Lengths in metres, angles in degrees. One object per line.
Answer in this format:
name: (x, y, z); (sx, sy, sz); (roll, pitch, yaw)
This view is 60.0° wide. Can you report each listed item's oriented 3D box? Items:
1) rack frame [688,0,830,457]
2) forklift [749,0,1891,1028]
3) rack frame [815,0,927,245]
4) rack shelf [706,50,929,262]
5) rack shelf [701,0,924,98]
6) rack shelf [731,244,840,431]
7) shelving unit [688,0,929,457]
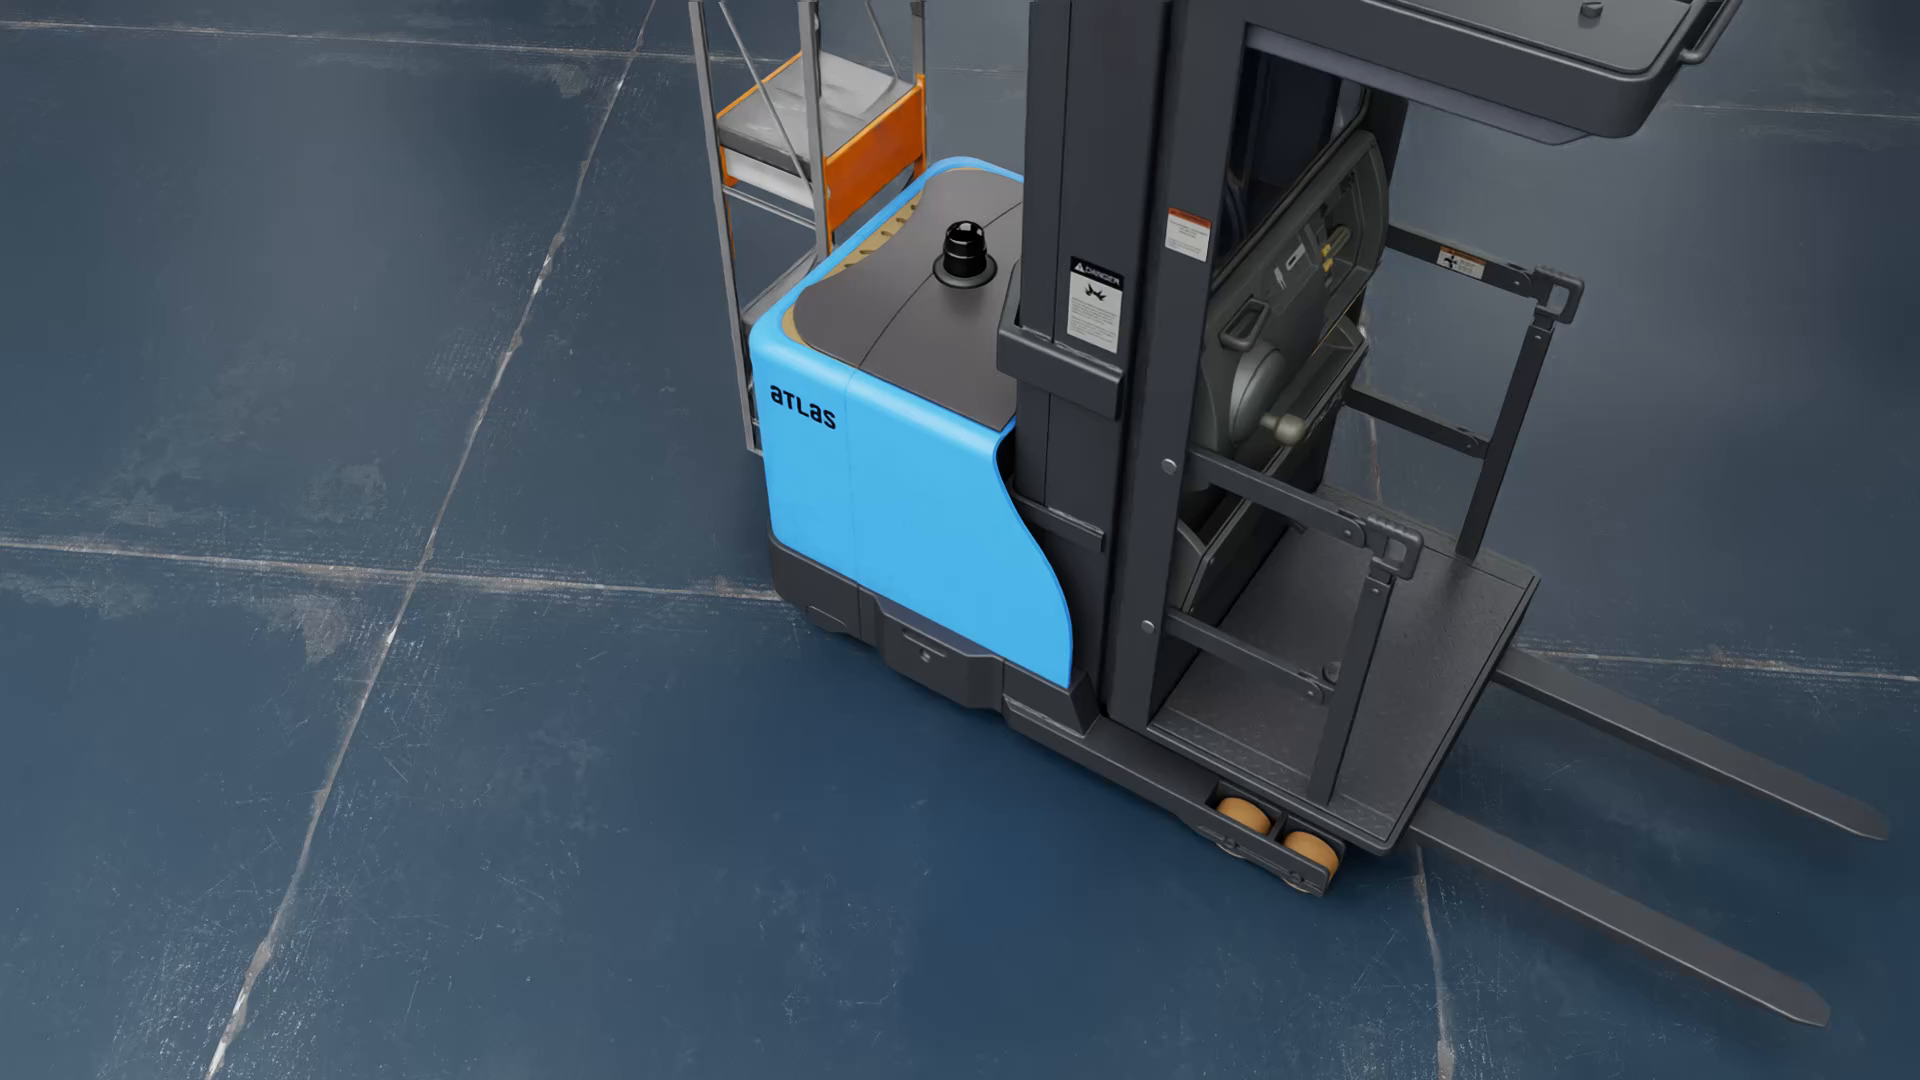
rack frame: (-0.536, -0.932, 4.679); (0.400, 2.100, 0.015); (26, 53, 22)
forklift: (0.947, -0.511, 3.732); (3.031, 2.935, 1.130); (26, 53, 22)
rack frame: (-0.269, -1.233, 4.955); (0.400, 2.100, 0.015); (26, 53, 22)
rack shelf: (-0.402, -1.073, 4.827); (0.431, 0.518, 0.480); (26, 53, 22)
rack shelf: (-0.402, -1.546, 4.311); (0.431, 0.518, 0.480); (26, 53, 22)
rack shelf: (-0.402, -0.601, 5.344); (0.431, 0.518, 0.480); (26, 53, 22)
shelving unit: (-0.402, -1.083, 4.817); (0.431, 2.100, 0.503); (26, 53, 22)
